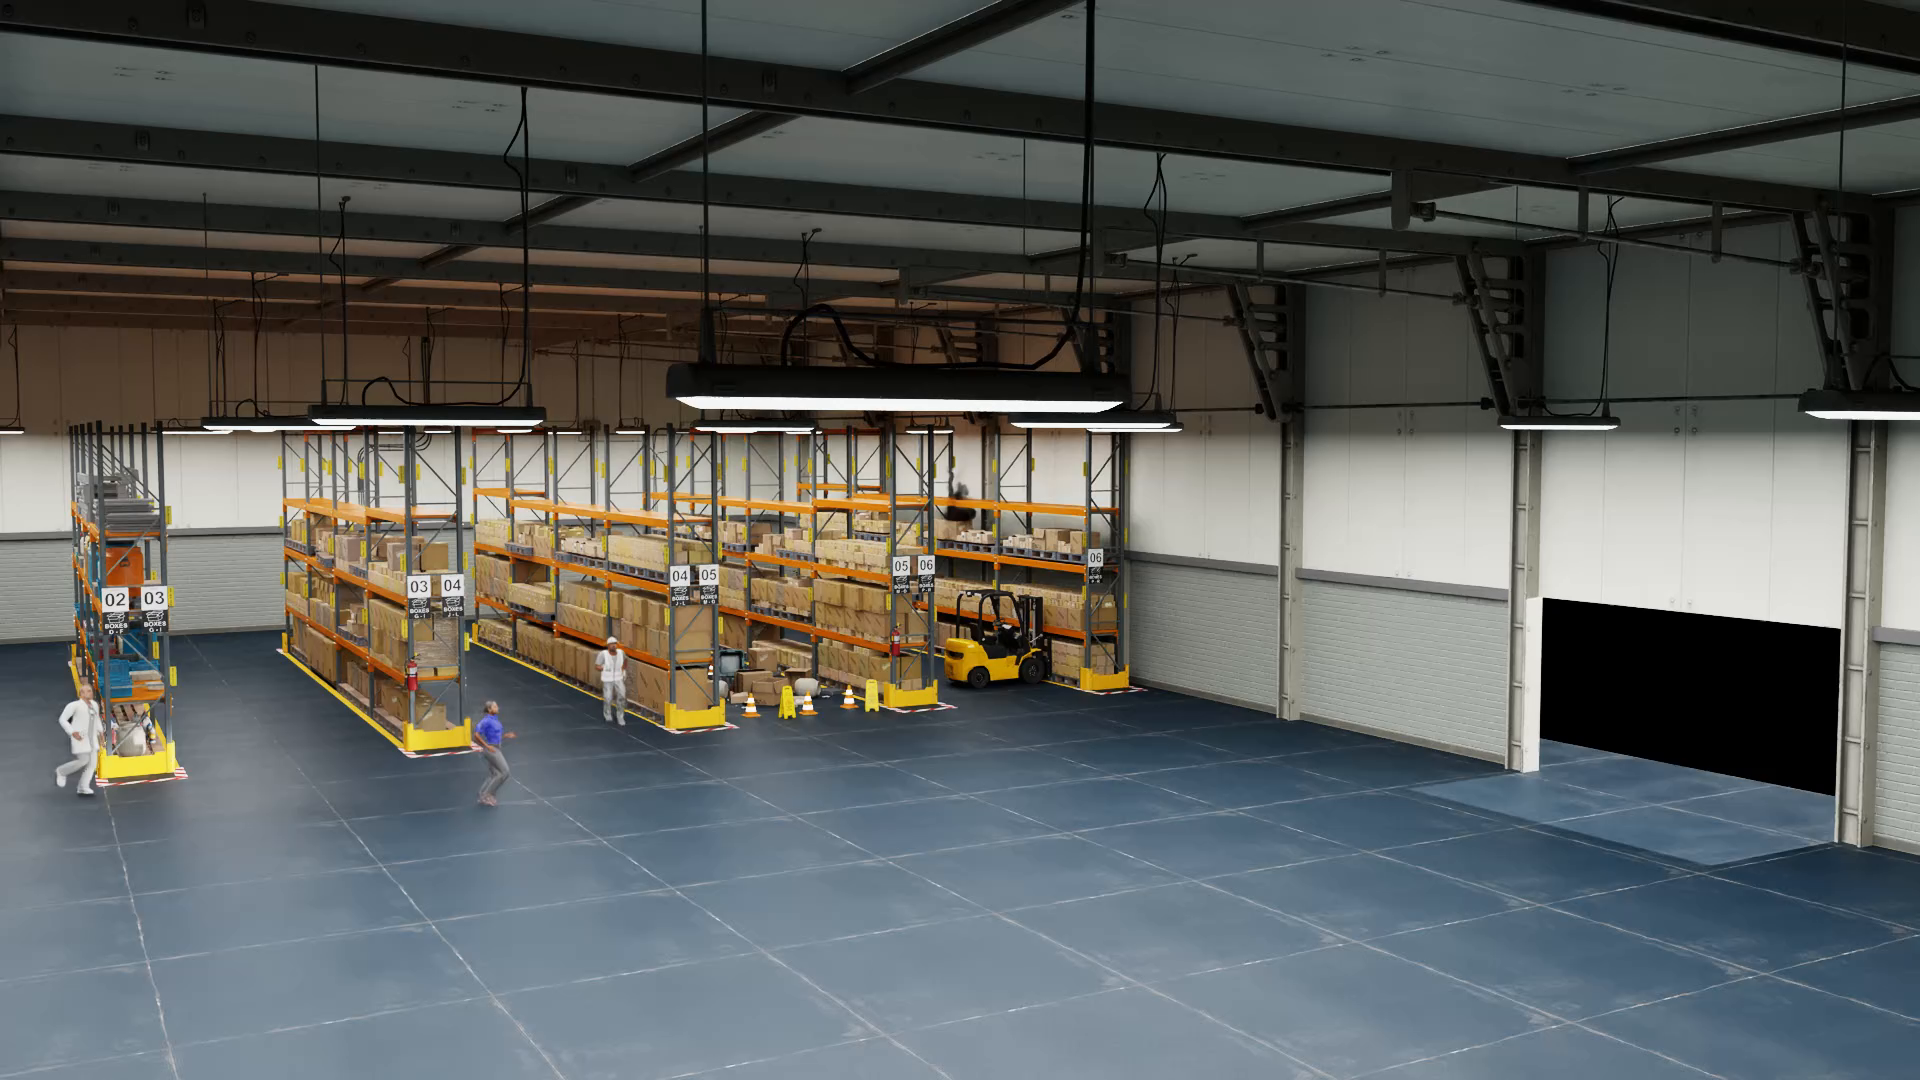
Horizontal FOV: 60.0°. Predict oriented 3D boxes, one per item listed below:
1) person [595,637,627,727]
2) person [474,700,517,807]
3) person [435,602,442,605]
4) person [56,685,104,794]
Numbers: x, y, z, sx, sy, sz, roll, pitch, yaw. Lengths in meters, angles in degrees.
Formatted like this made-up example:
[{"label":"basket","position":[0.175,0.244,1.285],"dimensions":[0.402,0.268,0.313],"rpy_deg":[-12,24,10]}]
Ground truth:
[{"label":"person","position":[-6.900,2.803,33.020],"dimensions":[0.696,1.784,0.792],"rpy_deg":[-2,4,-25]},{"label":"person","position":[-7.197,3.316,25.823],"dimensions":[0.609,1.637,0.559],"rpy_deg":[0,4,-4]},{"label":"person","position":[-14.159,2.072,45.161],"dimensions":[0.696,1.744,0.613],"rpy_deg":[-1,4,-15]},{"label":"person","position":[-14.134,3.205,26.866],"dimensions":[0.763,1.705,0.761],"rpy_deg":[1,4,19]}]
